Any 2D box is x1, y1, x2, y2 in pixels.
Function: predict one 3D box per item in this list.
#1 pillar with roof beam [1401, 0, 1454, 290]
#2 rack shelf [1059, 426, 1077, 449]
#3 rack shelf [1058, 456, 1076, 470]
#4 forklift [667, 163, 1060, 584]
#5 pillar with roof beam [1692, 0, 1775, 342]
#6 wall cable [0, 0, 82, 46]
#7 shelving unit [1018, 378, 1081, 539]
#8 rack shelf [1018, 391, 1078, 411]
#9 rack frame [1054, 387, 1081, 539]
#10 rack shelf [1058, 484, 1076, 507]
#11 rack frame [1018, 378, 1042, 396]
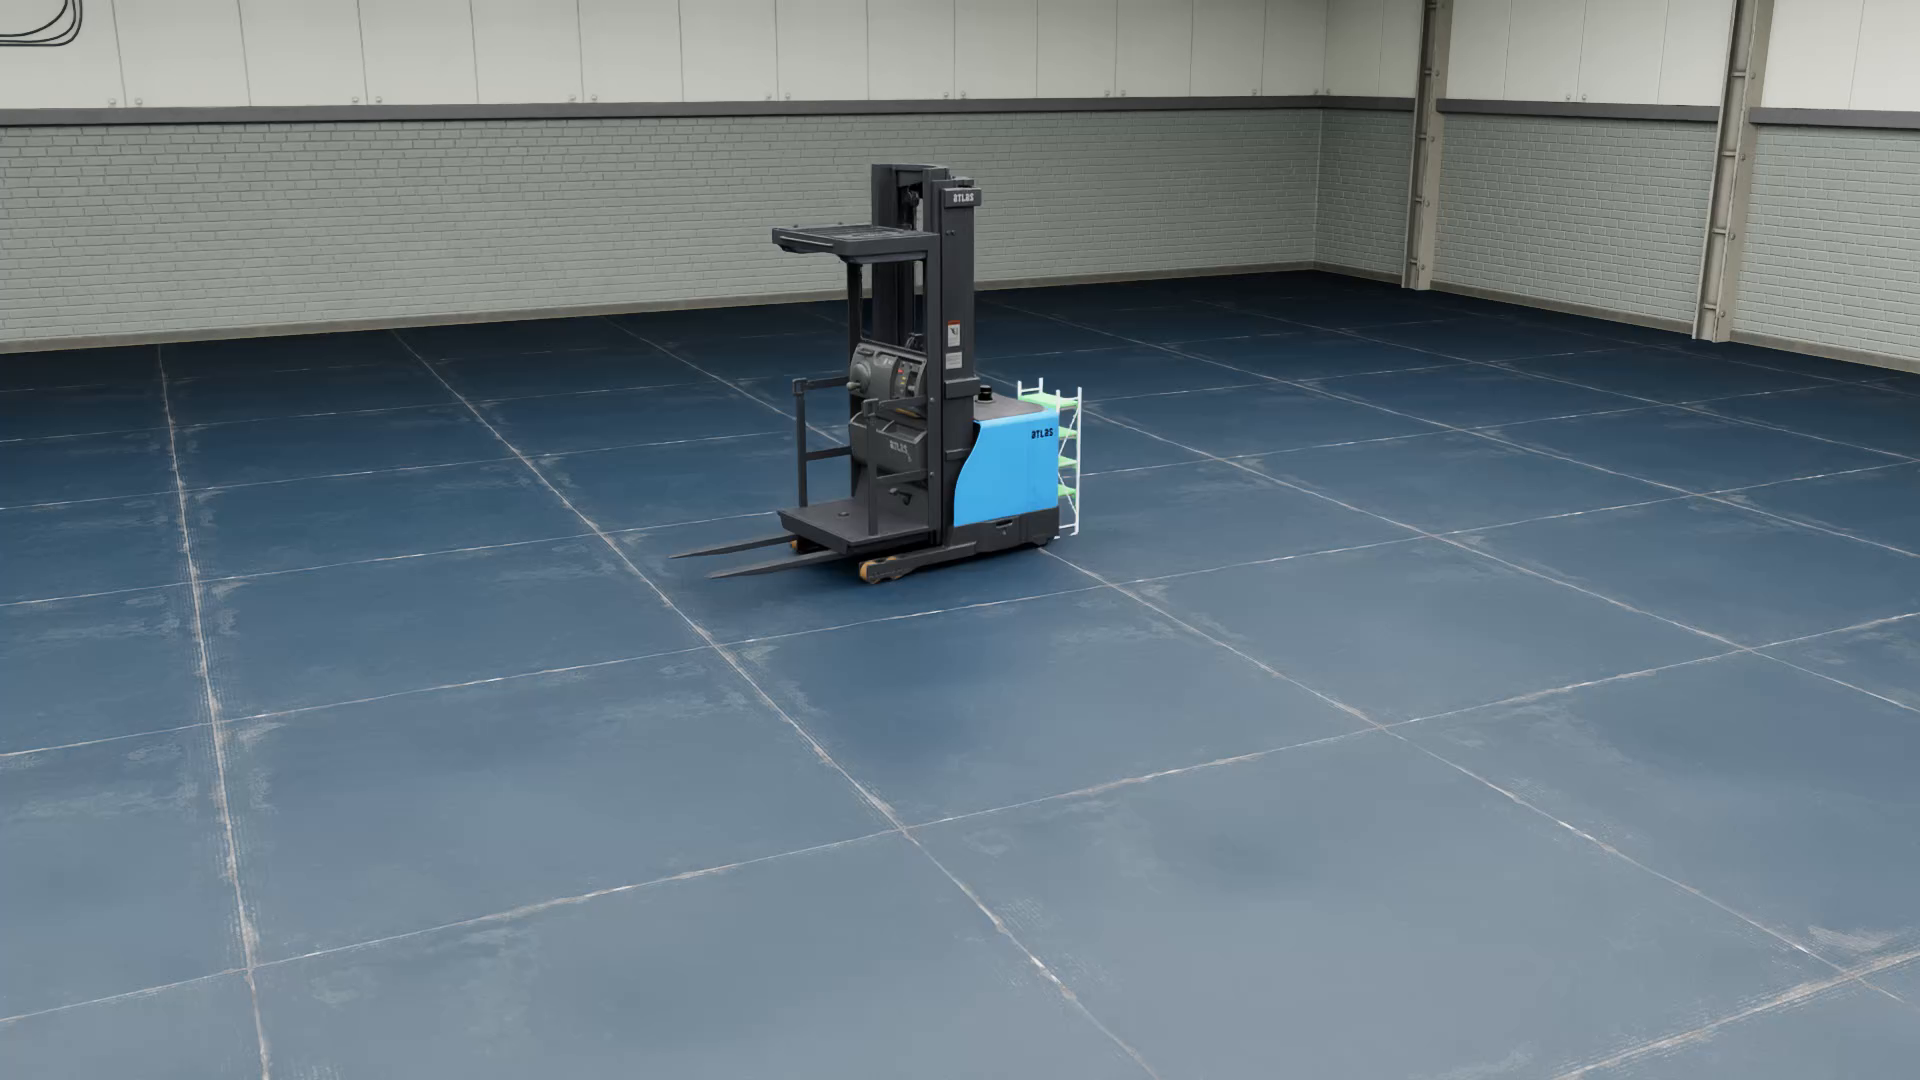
[{"bbox_3d":[3.819,-8.045,24.972,9.100,9.000,0.400,-8,18,-25],"label":"pillar with roof beam"},{"bbox_3d":[0.709,-0.832,13.337,0.258,0.148,0.480,-11,19,-34],"label":"rack shelf"},{"bbox_3d":[0.709,-0.602,13.403,0.258,0.148,0.480,-11,19,-34],"label":"rack shelf"},{"bbox_3d":[-0.708,-1.253,12.302,3.031,2.935,1.130,-11,20,-34],"label":"forklift"},{"bbox_3d":[6.448,-6.558,19.788,9.100,9.000,0.400,-8,18,-25],"label":"pillar with roof beam"},{"bbox_3d":[-12.188,-8.427,20.137,2.305,6.003,0.169,-8,18,-25],"label":"wall cable"},{"bbox_3d":[0.709,-0.663,13.386,0.258,1.200,0.503,-11,19,-34],"label":"shelving unit"},{"bbox_3d":[0.710,-1.063,13.271,0.258,0.148,0.480,-11,19,-34],"label":"rack shelf"},{"bbox_3d":[0.852,-0.609,13.196,0.240,1.200,0.015,-11,19,-34],"label":"rack frame"},{"bbox_3d":[0.709,-0.371,13.469,0.258,0.148,0.480,-11,19,-34],"label":"rack shelf"},{"bbox_3d":[0.566,-0.718,13.575,0.240,1.200,0.015,-11,19,-34],"label":"rack frame"}]
